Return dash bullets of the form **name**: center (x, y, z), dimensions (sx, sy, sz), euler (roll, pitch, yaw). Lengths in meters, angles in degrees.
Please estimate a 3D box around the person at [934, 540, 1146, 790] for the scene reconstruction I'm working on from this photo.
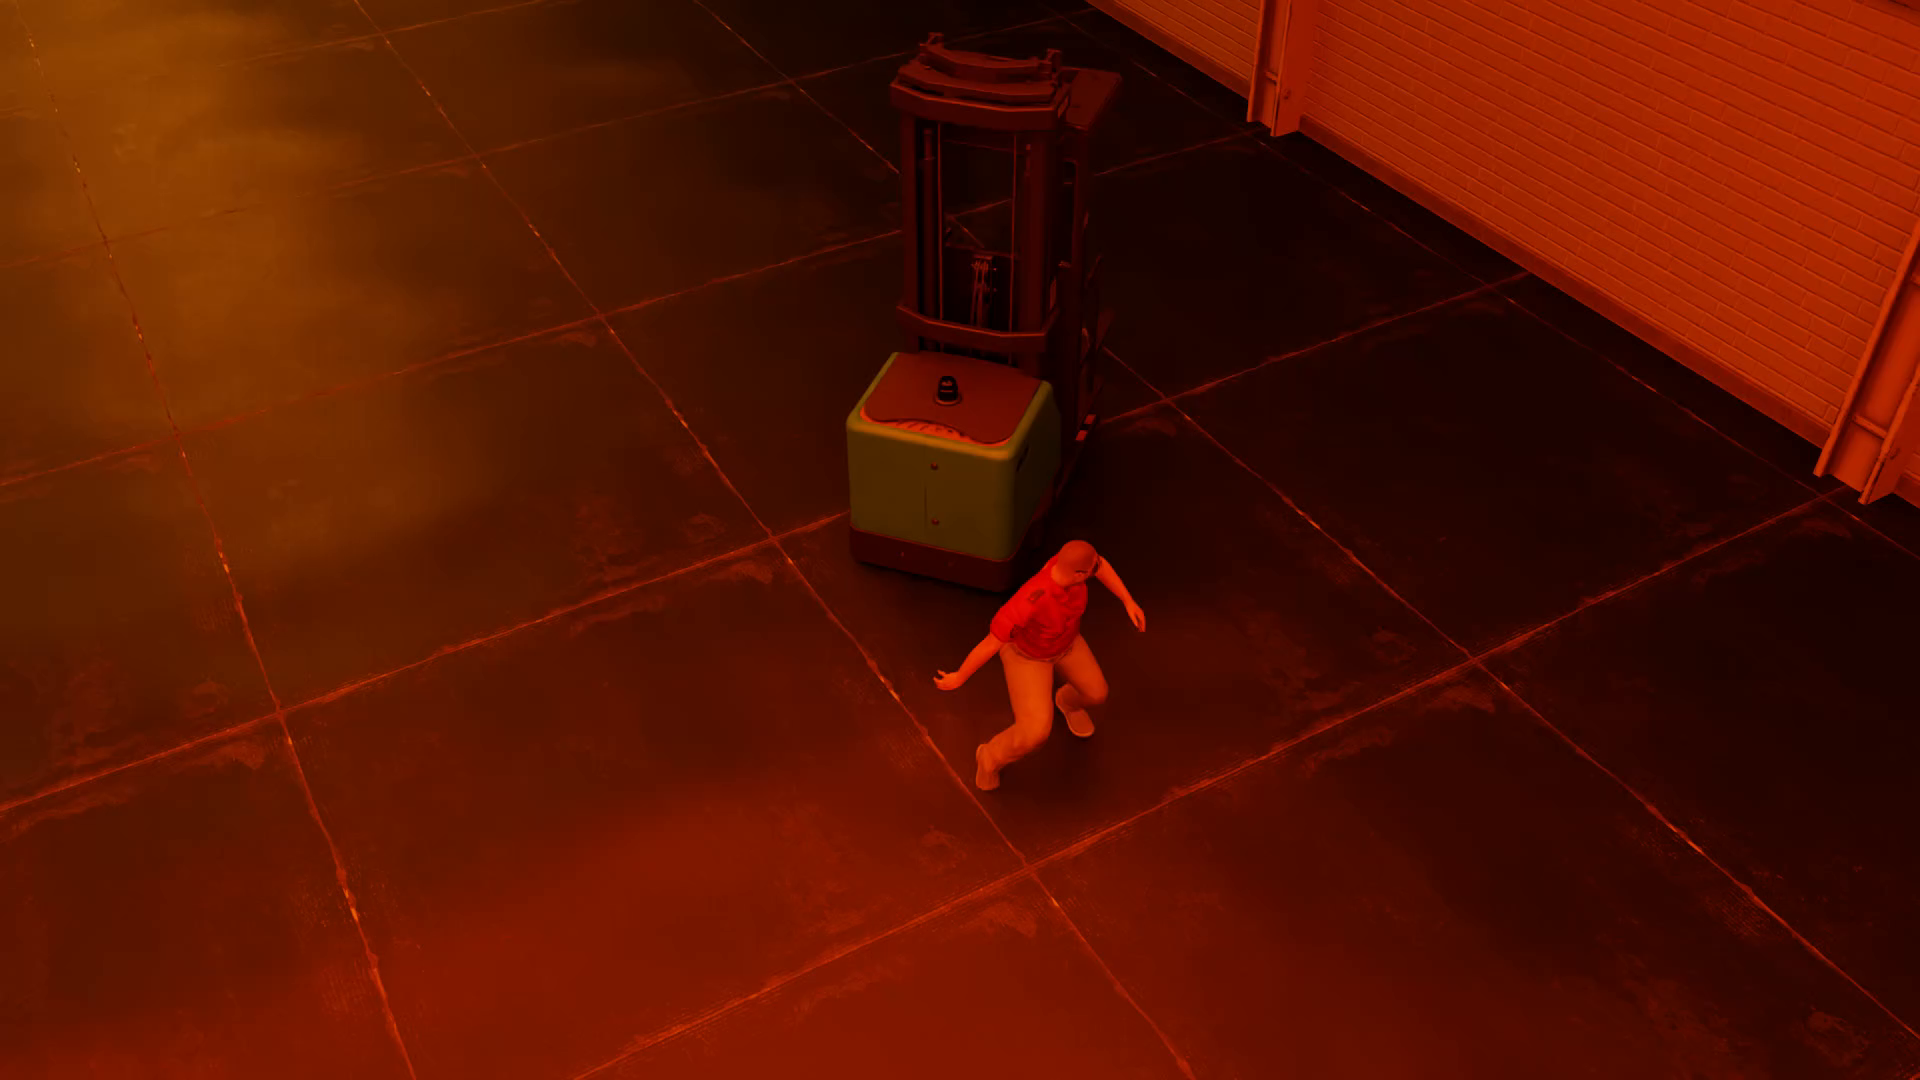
- **person**: center (0.417, 0.634, 8.433), dimensions (1.028, 1.662, 0.549), euler (-30, 48, -31)

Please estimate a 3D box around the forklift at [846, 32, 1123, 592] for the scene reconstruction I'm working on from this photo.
- **forklift**: center (0.298, -1.769, 10.168), dimensions (1.130, 2.935, 3.031), euler (13, 41, 15)
